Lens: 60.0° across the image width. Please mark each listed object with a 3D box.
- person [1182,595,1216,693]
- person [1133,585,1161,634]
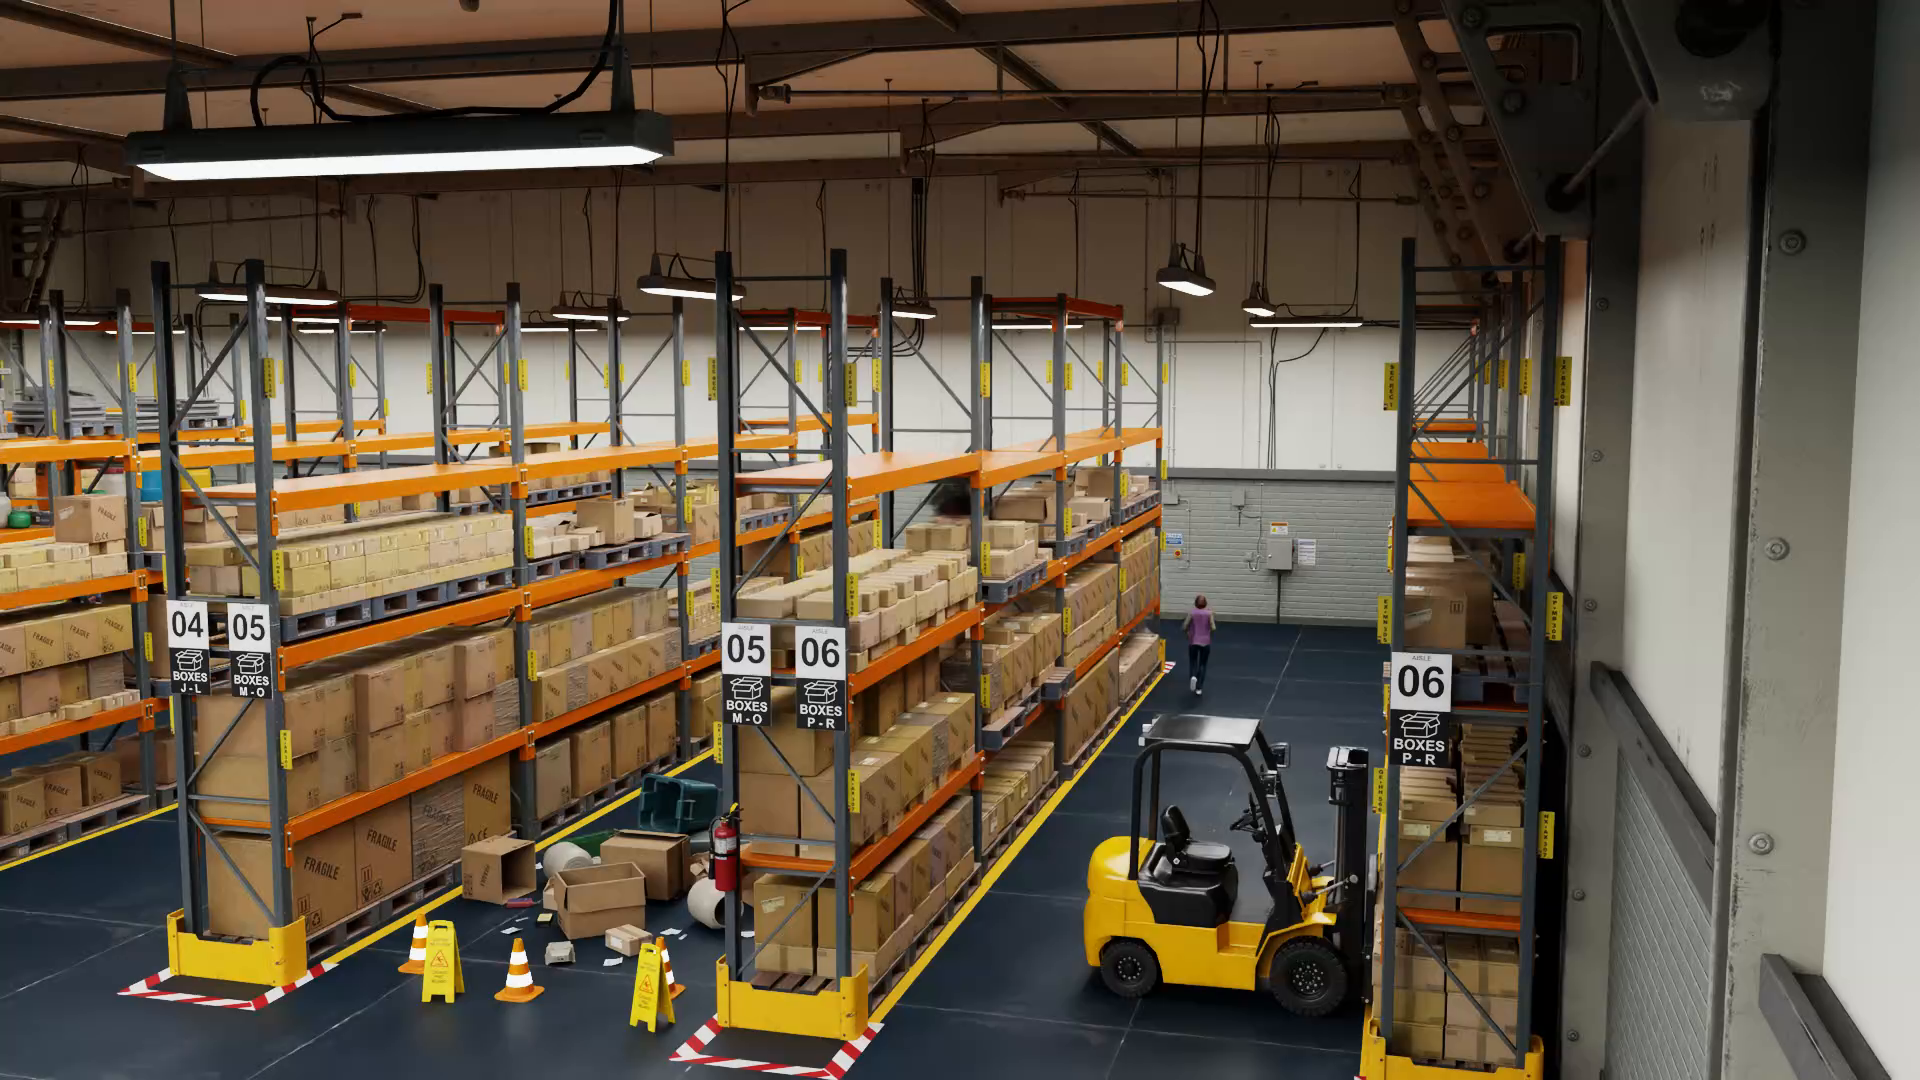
[{"bbox_3d":[3.761,1.621,26.153,0.526,1.556,0.536,1,6,10],"label":"person"},{"bbox_3d":[3.182,1.168,29.520,0.774,1.739,0.745,6,8,43],"label":"person"}]
